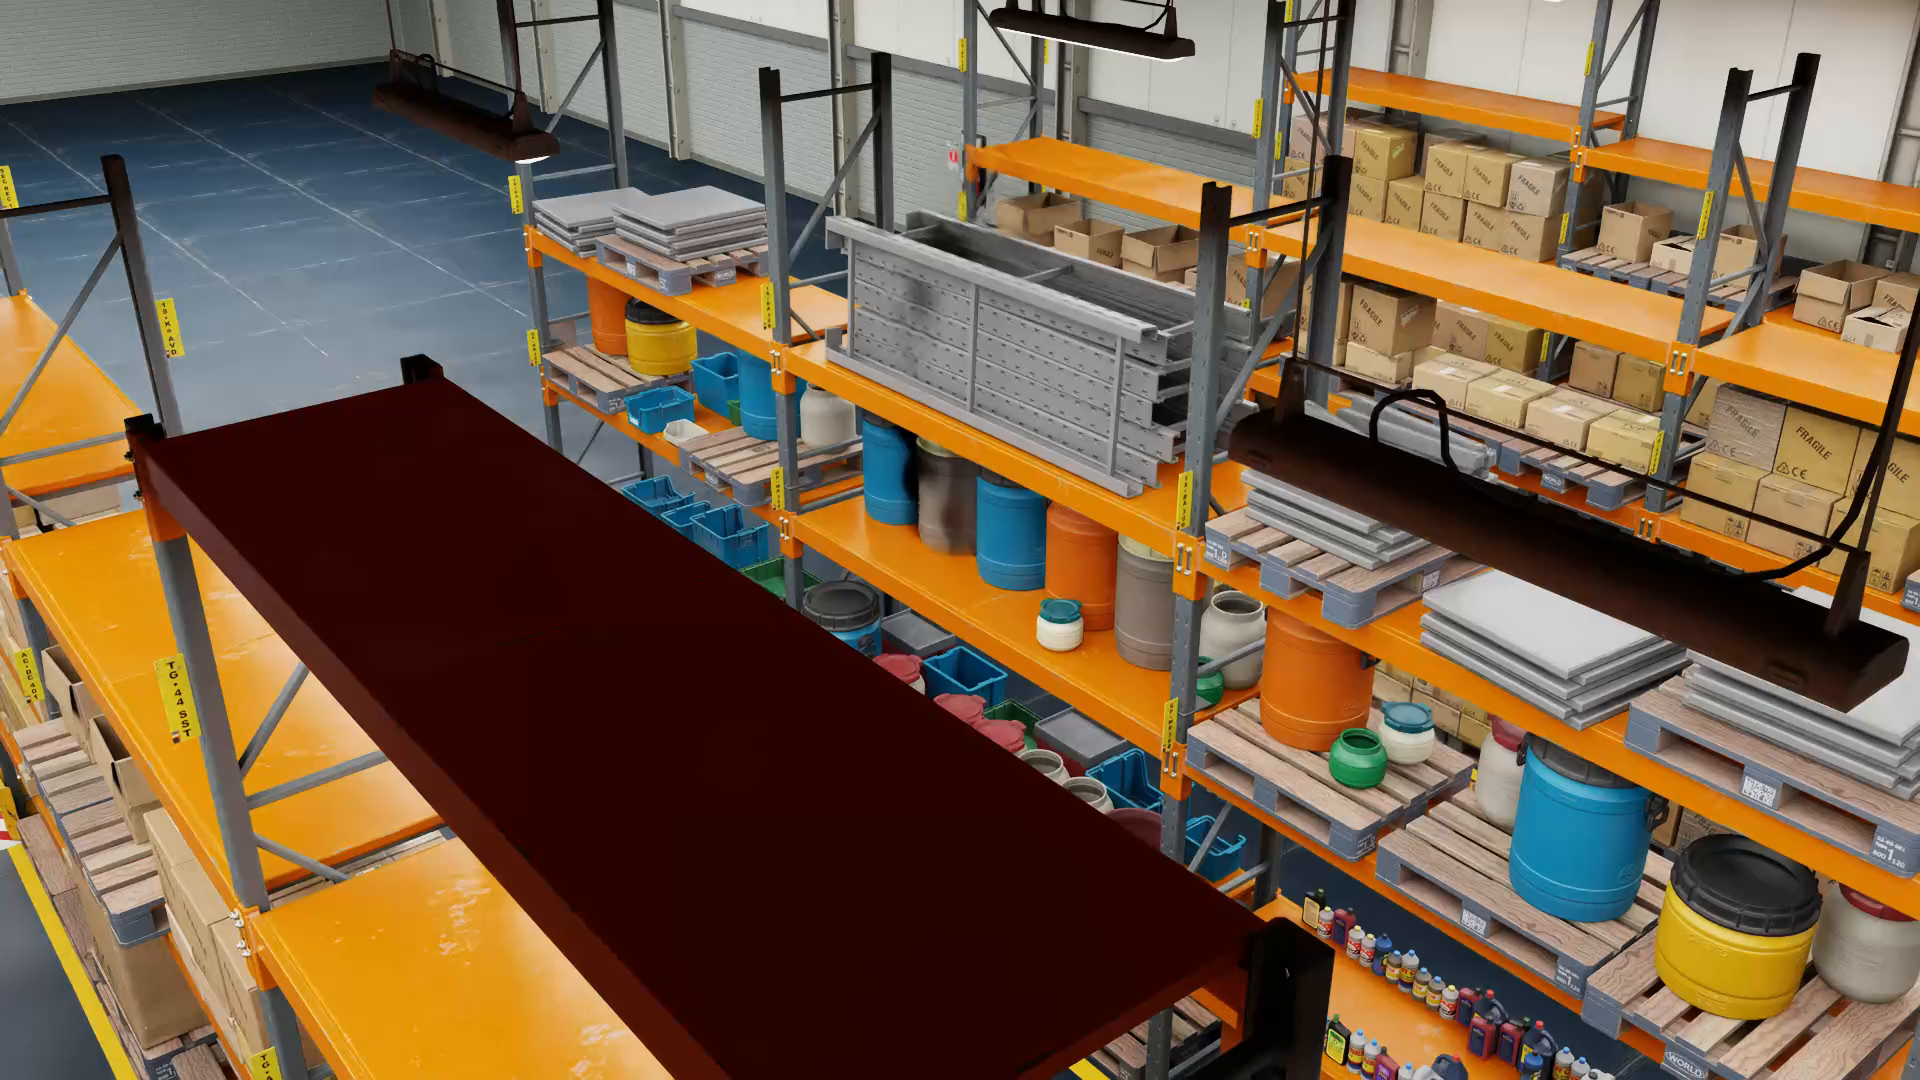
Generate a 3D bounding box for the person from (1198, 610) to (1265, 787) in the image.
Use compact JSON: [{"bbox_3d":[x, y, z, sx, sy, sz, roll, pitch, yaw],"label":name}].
[{"bbox_3d":[2.295,1.304,12.979,0.518,1.711,0.831,-21,33,-37],"label":"person"}]
